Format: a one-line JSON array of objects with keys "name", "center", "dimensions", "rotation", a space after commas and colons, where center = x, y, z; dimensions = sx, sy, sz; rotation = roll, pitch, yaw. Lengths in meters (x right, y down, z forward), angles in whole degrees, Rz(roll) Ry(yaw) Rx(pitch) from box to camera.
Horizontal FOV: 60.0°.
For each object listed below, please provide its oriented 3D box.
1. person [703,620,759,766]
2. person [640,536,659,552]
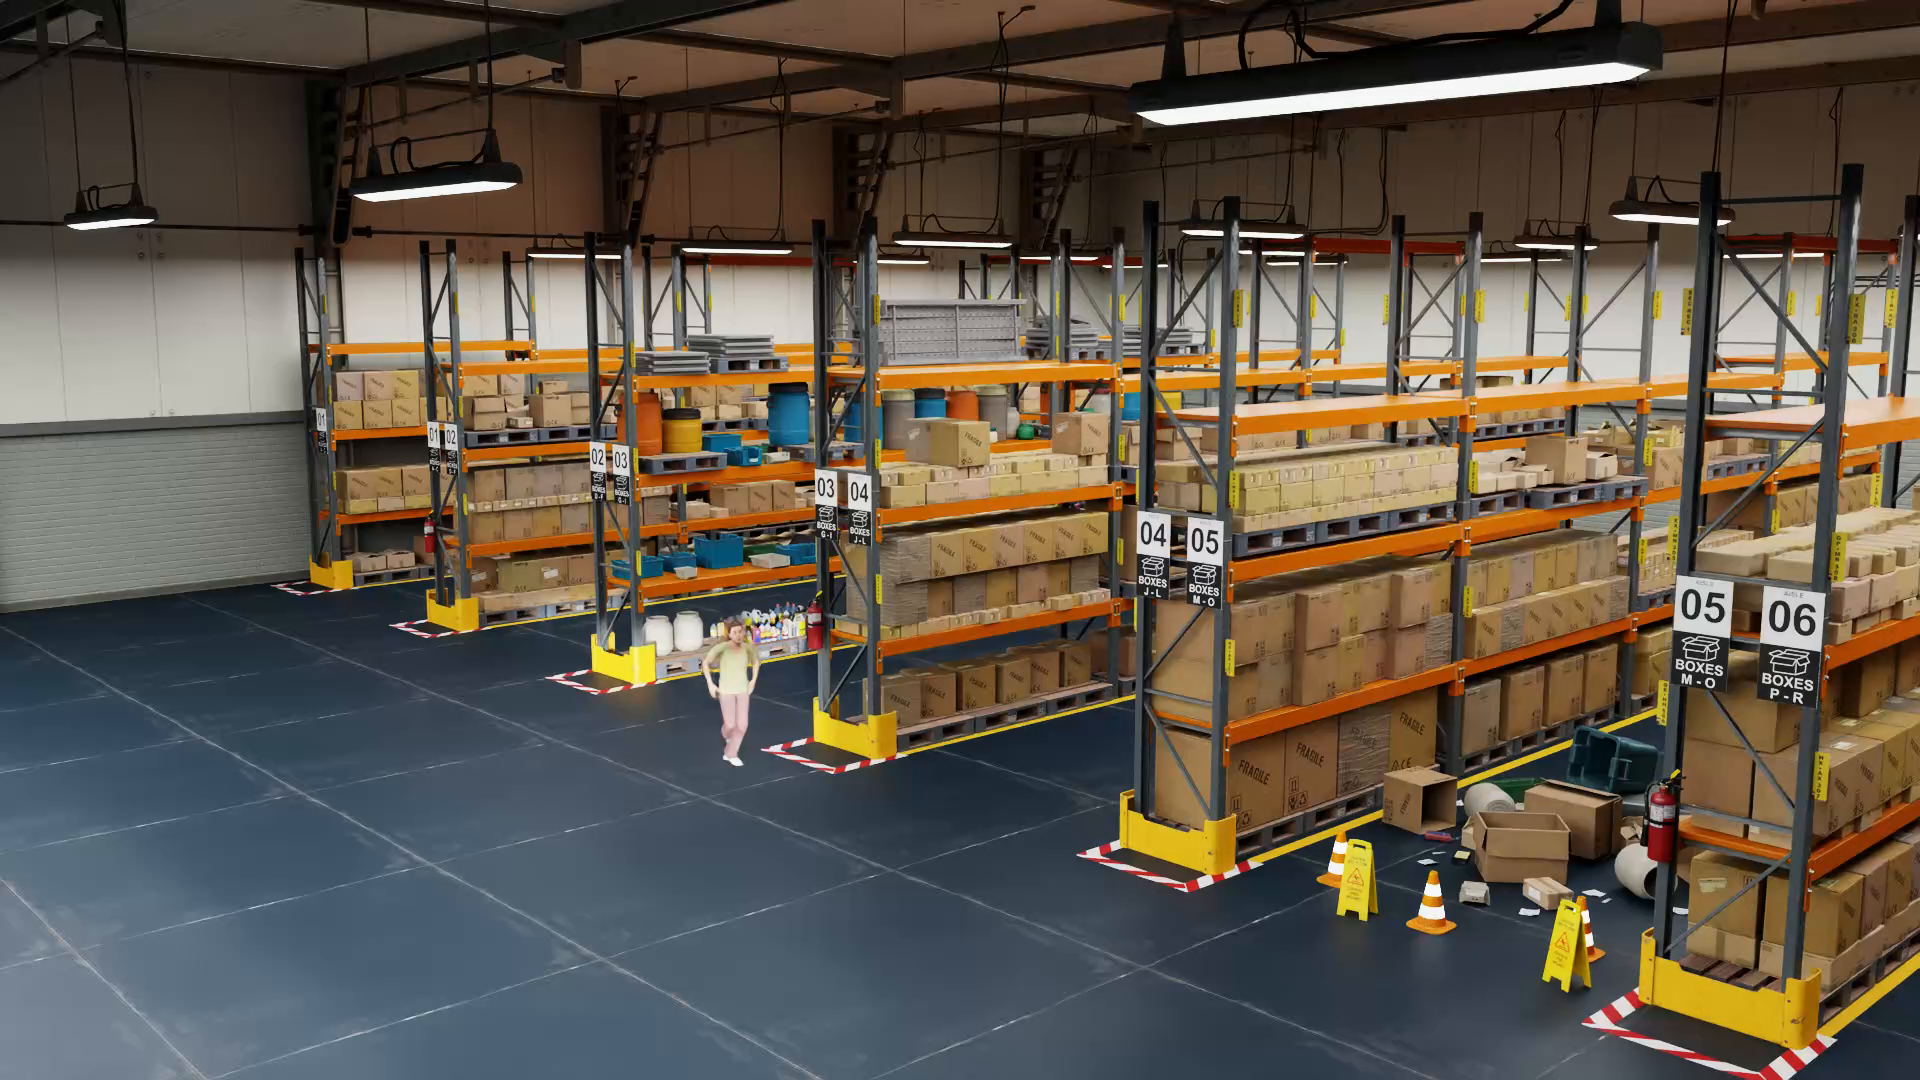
[{"name": "person", "center": [-2.533, 1.682, 18.470], "dimensions": [0.644, 1.631, 0.550], "rotation": [-3, 9, -22]}, {"name": "person", "center": [-6.131, -0.332, 32.212], "dimensions": [0.596, 1.583, 0.779], "rotation": [2, 9, 14]}]
